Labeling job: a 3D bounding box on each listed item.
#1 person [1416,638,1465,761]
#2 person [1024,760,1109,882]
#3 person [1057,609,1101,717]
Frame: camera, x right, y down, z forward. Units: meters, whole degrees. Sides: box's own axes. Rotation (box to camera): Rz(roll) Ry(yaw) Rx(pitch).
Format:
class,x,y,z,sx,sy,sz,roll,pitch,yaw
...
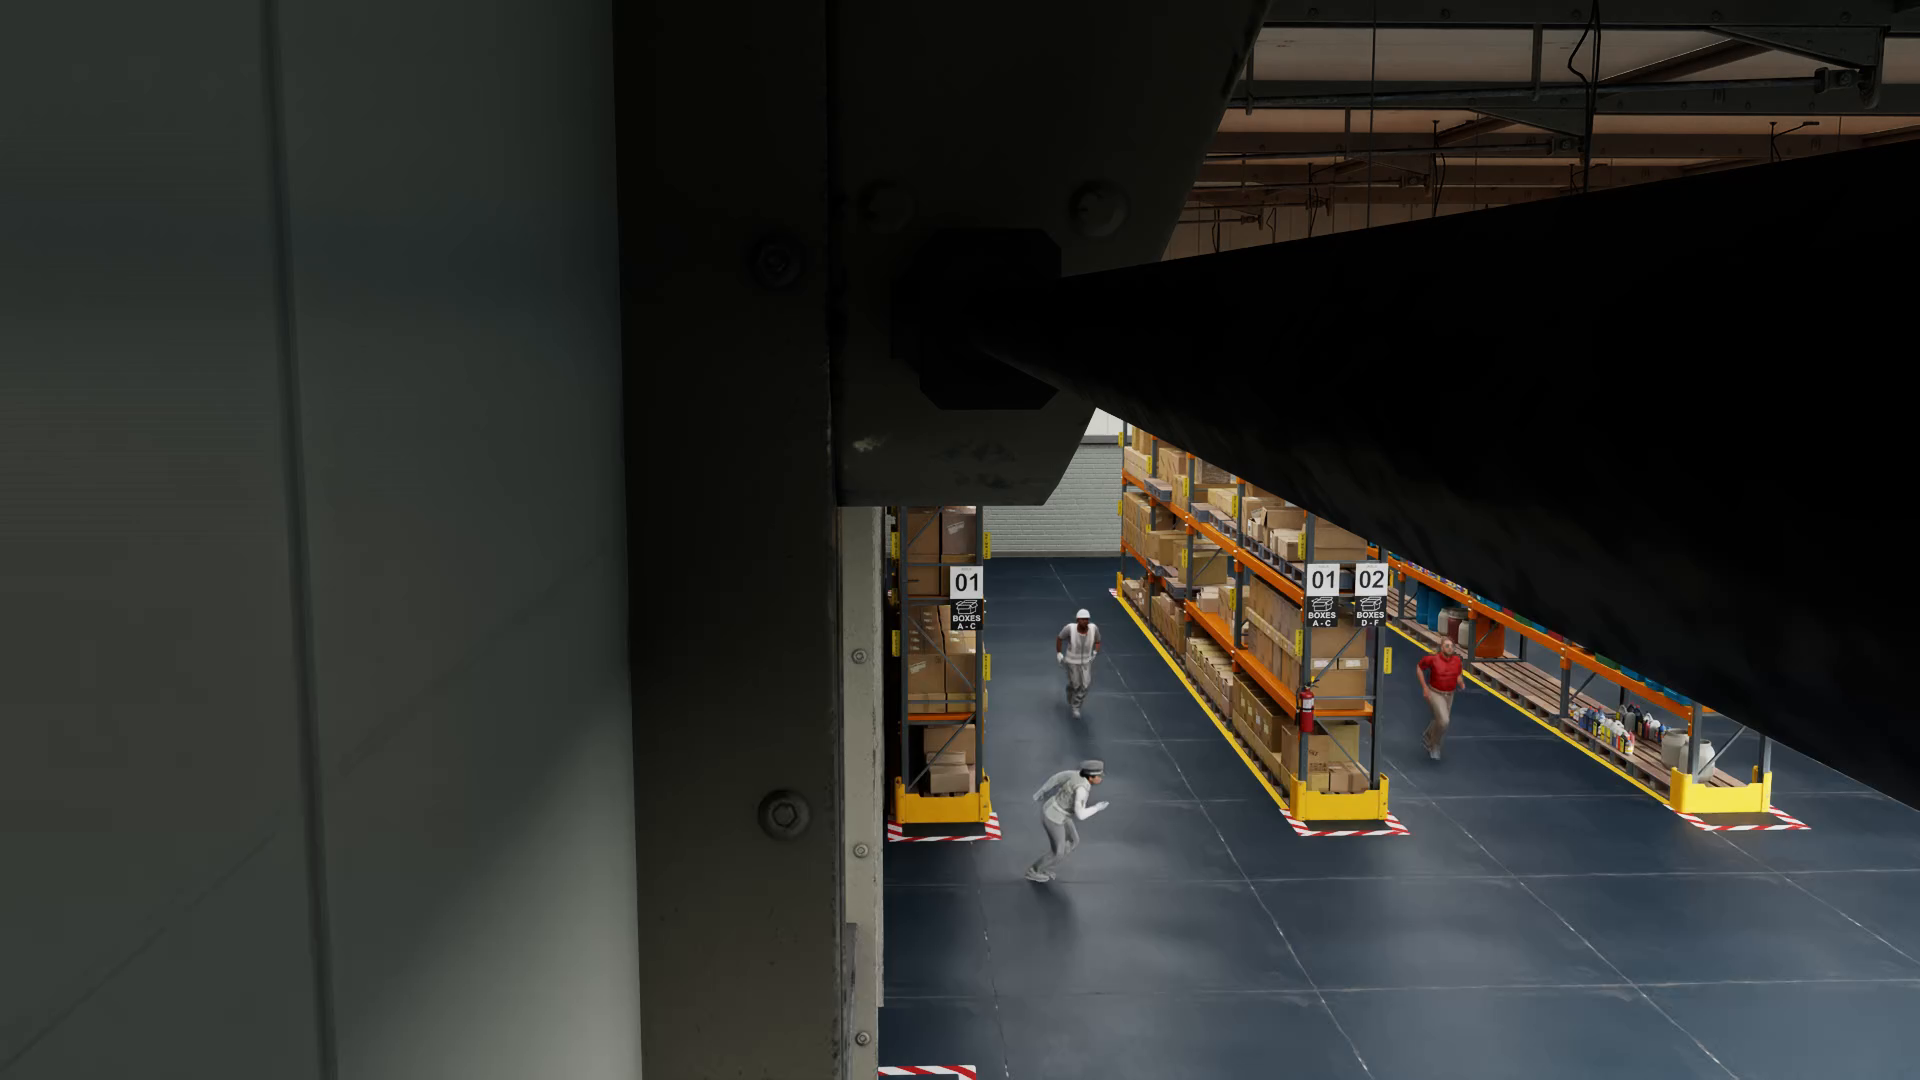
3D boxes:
class,x,y,z,sx,sy,sz,roll,pitch,yaw
person,6.781,2.235,23.394,0.566,1.760,0.835,-4,9,-23
person,1.165,3.101,18.217,0.921,1.404,0.591,0,8,3
person,1.846,1.883,25.711,0.657,1.705,0.719,-3,8,-18
